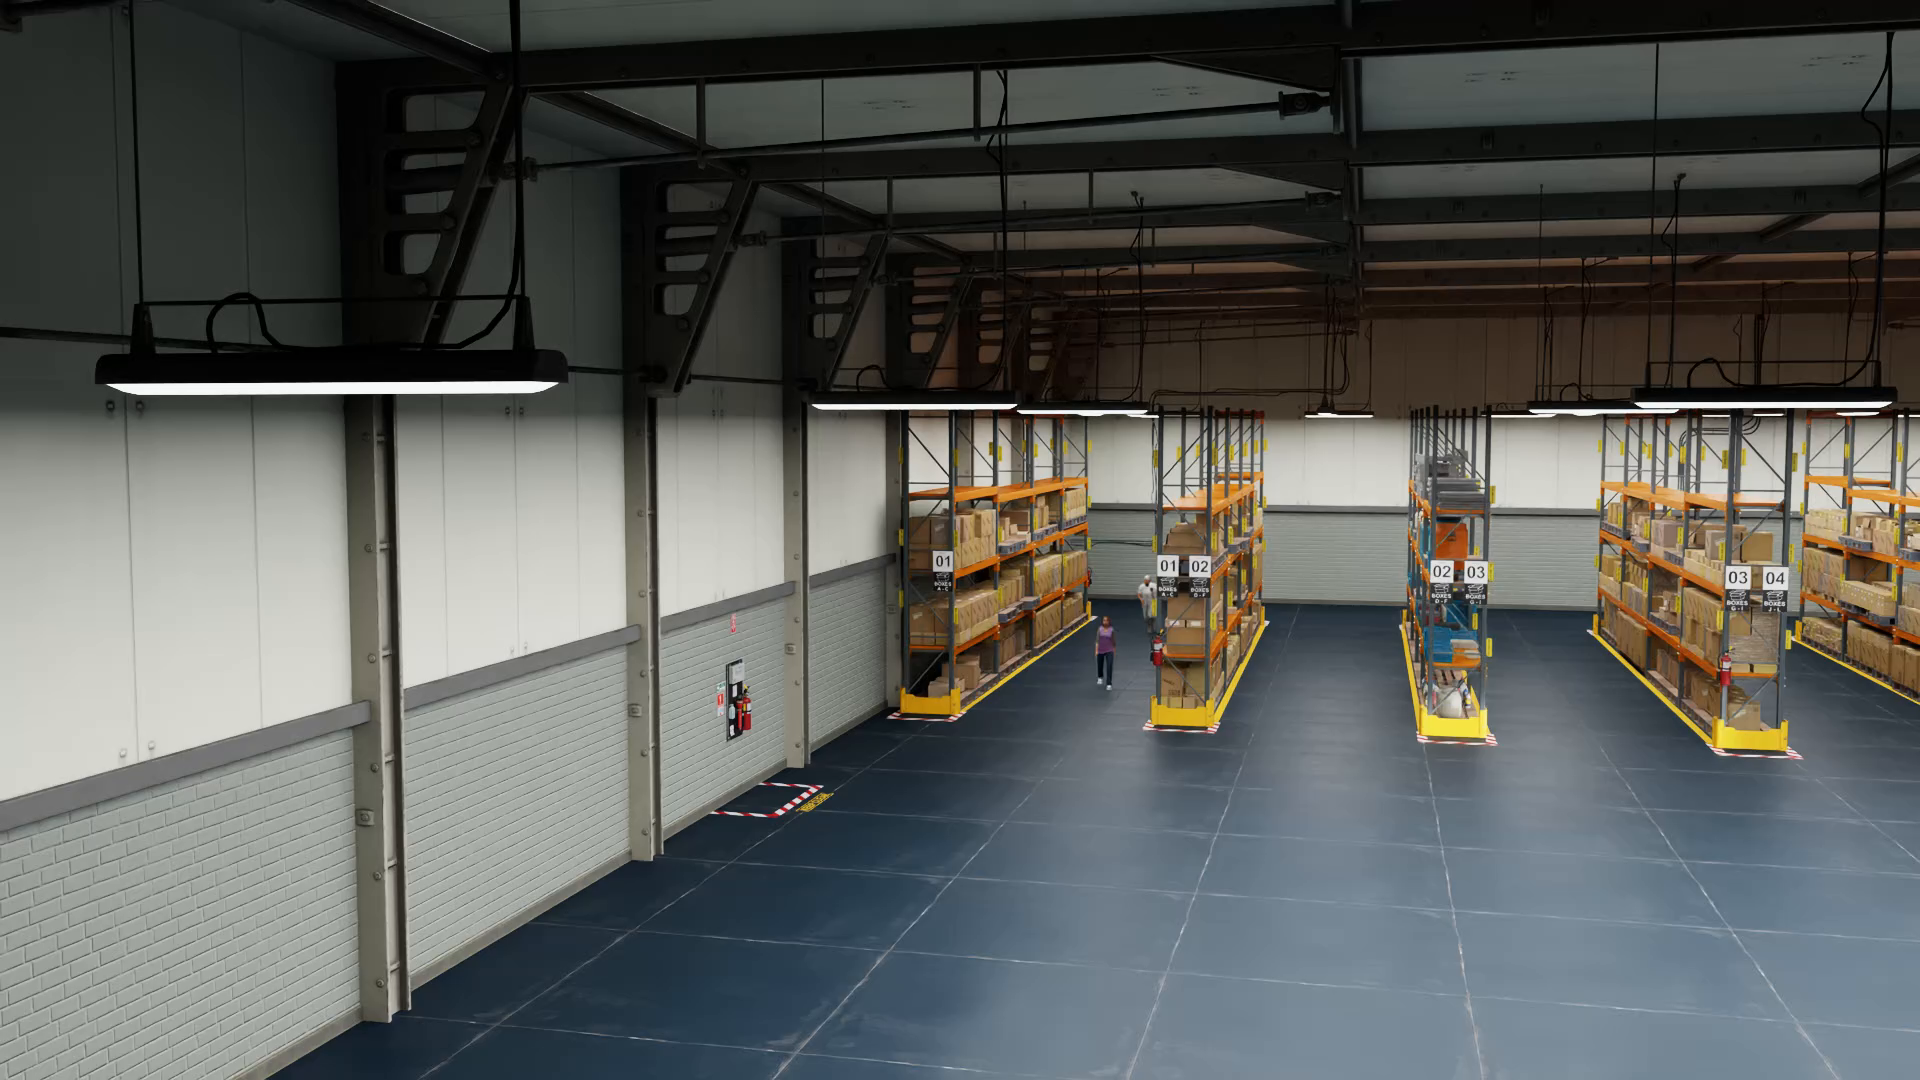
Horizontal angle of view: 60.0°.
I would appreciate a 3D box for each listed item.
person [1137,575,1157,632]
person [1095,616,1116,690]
[{"bbox_3d":[5.115,1.724,44.837,0.633,1.572,0.748,2,4,23],"label":"person"},{"bbox_3d":[3.108,2.395,35.468,0.452,1.528,0.889,0,4,3],"label":"person"}]
